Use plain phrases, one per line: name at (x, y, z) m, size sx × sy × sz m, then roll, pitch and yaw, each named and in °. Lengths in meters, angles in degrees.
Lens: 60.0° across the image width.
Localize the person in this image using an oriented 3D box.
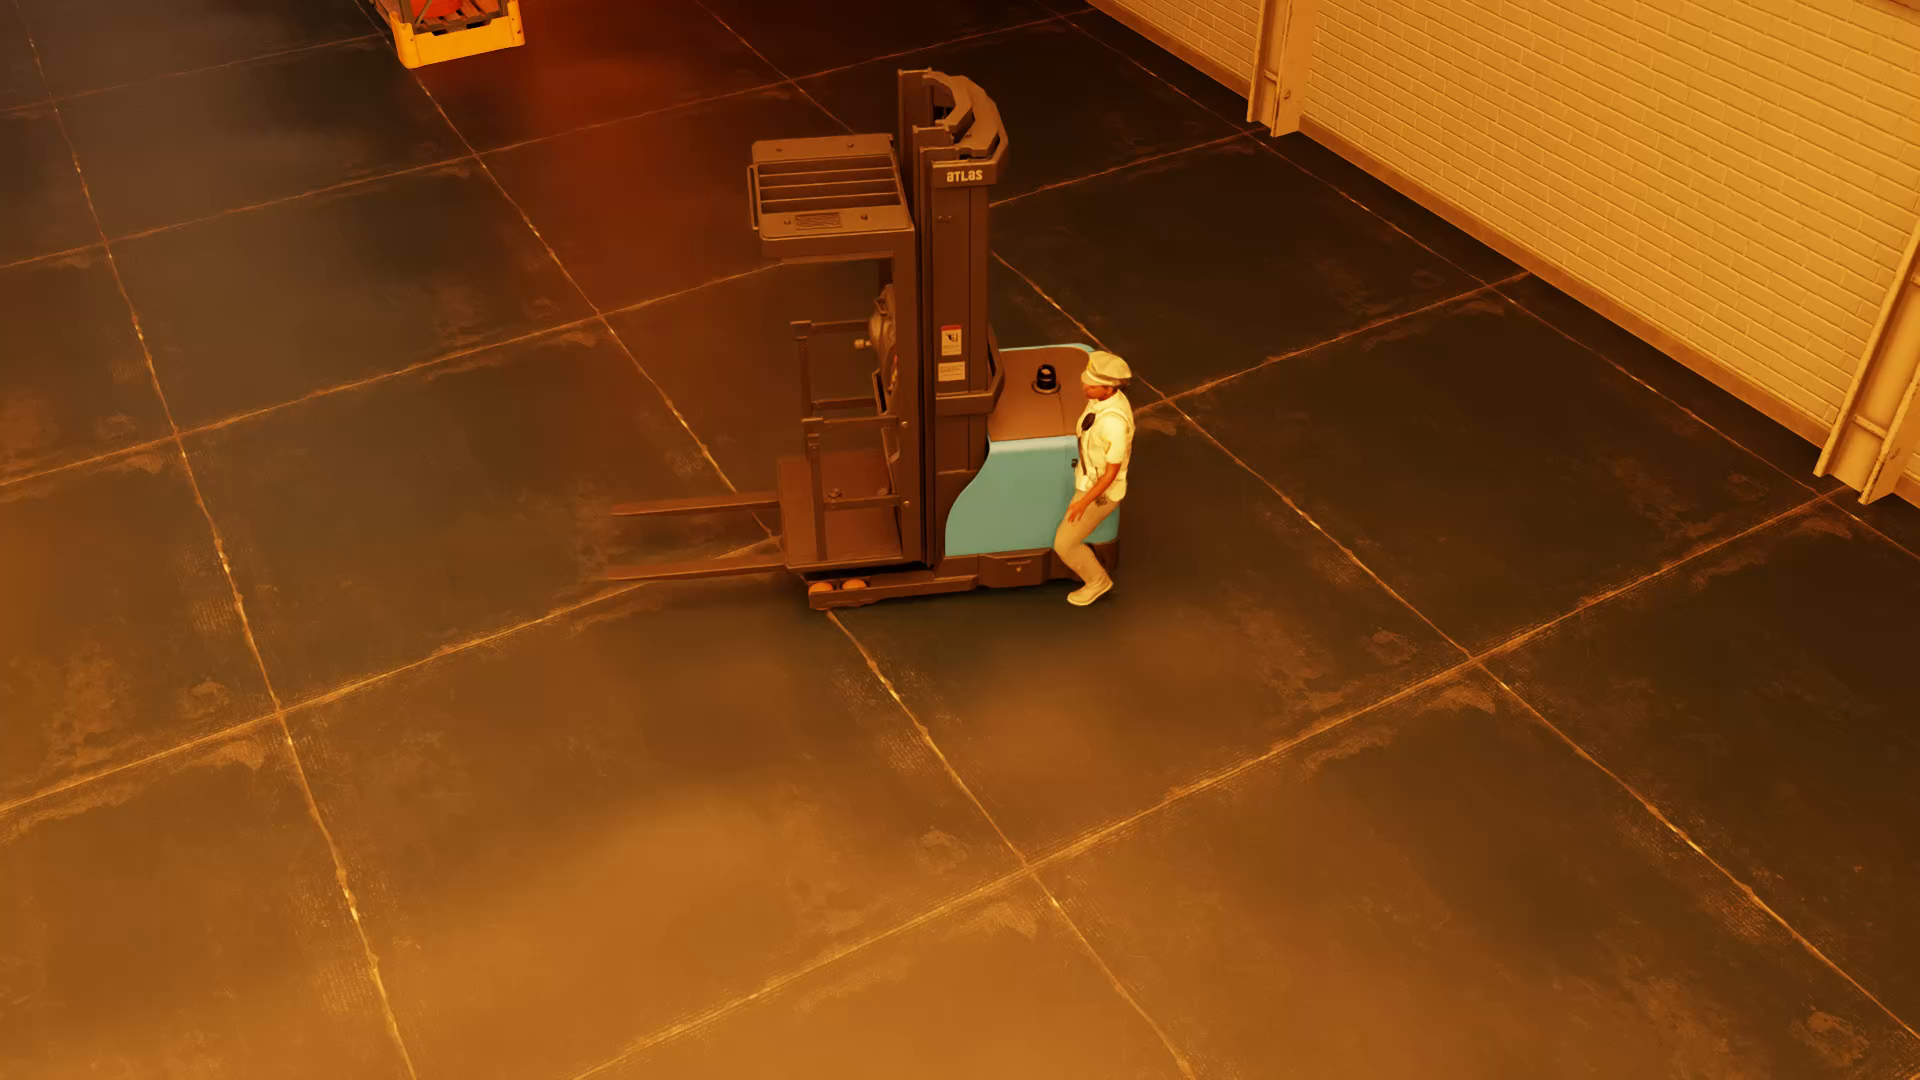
person at (0.675, -0.368, 9.503) m, size 0.575 × 1.614 × 0.654 m, roll -1°, pitch 40°, yaw -2°

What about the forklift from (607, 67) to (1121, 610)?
forklift at (-0.604, -1.075, 9.332) m, size 3.031 × 2.935 × 1.130 m, roll -5°, pitch 40°, yaw -6°
